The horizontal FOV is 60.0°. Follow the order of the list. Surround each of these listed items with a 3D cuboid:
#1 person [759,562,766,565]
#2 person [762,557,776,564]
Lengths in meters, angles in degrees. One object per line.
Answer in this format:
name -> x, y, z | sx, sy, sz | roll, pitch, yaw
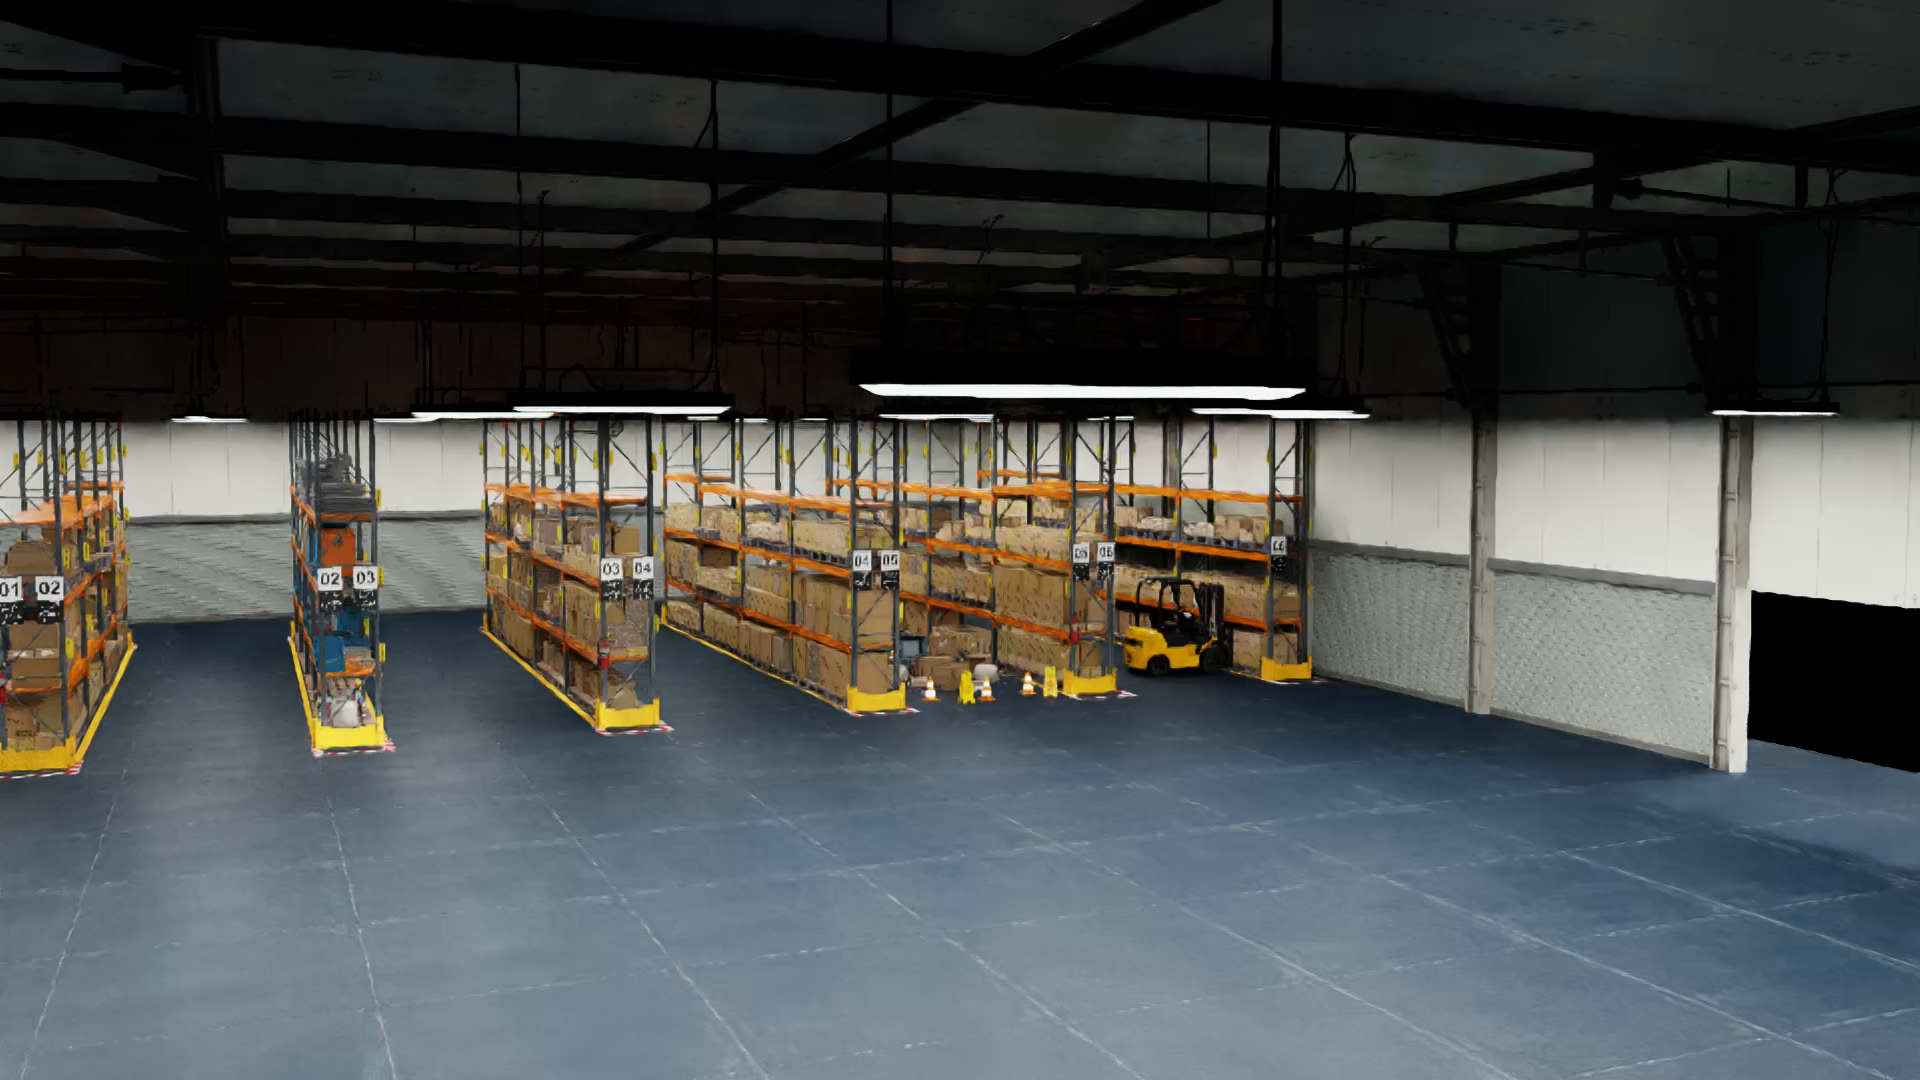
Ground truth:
person -> -5.618, 1.512, 47.192 | 0.573, 1.782, 0.665 | 0, 4, 4
person -> -5.933, 1.196, 52.093 | 0.625, 1.785, 0.501 | 2, 5, 30
